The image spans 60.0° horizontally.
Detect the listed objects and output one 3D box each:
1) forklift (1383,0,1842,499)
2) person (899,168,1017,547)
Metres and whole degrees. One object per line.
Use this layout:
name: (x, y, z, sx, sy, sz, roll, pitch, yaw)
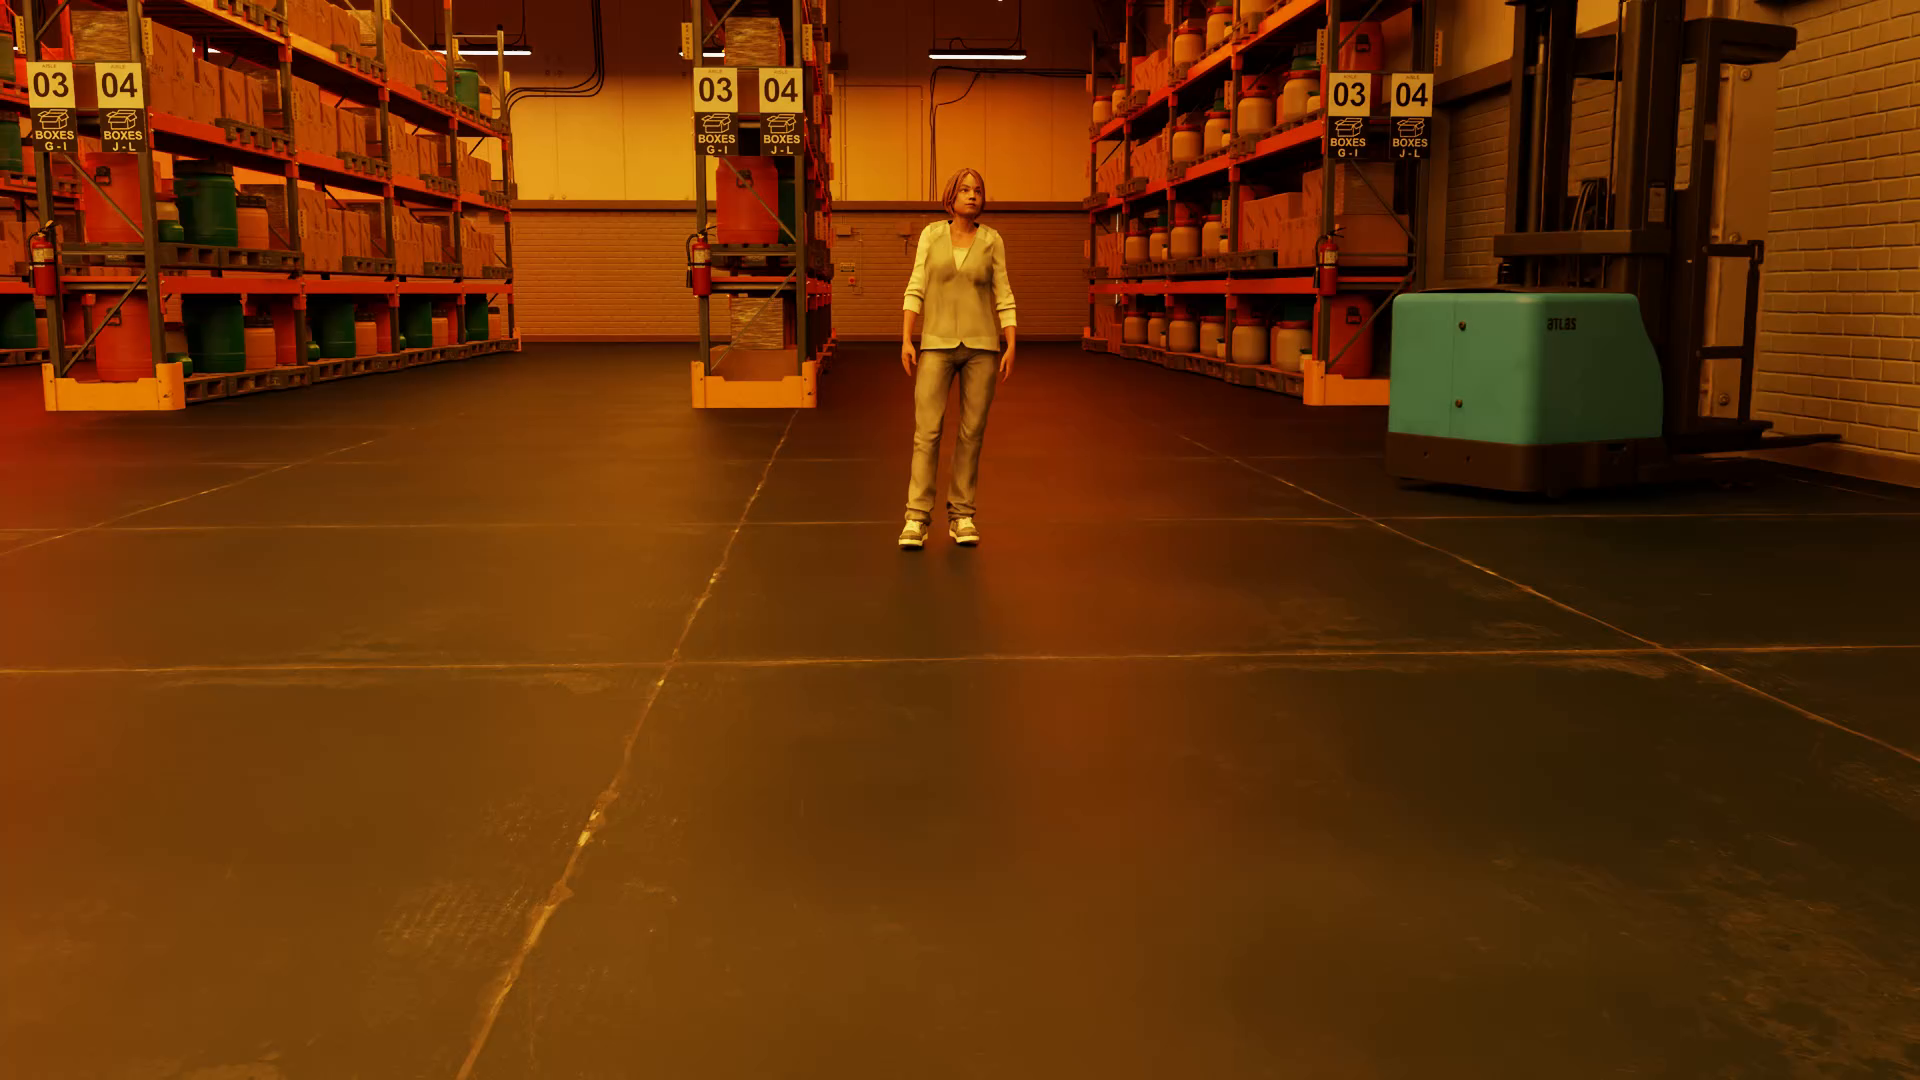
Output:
forklift: (3.896, -1.794, 9.410, 3.031, 2.935, 1.130, -5, 10, -30)
person: (-0.009, -0.786, 7.117, 0.521, 1.599, 0.473, -1, 8, -4)
